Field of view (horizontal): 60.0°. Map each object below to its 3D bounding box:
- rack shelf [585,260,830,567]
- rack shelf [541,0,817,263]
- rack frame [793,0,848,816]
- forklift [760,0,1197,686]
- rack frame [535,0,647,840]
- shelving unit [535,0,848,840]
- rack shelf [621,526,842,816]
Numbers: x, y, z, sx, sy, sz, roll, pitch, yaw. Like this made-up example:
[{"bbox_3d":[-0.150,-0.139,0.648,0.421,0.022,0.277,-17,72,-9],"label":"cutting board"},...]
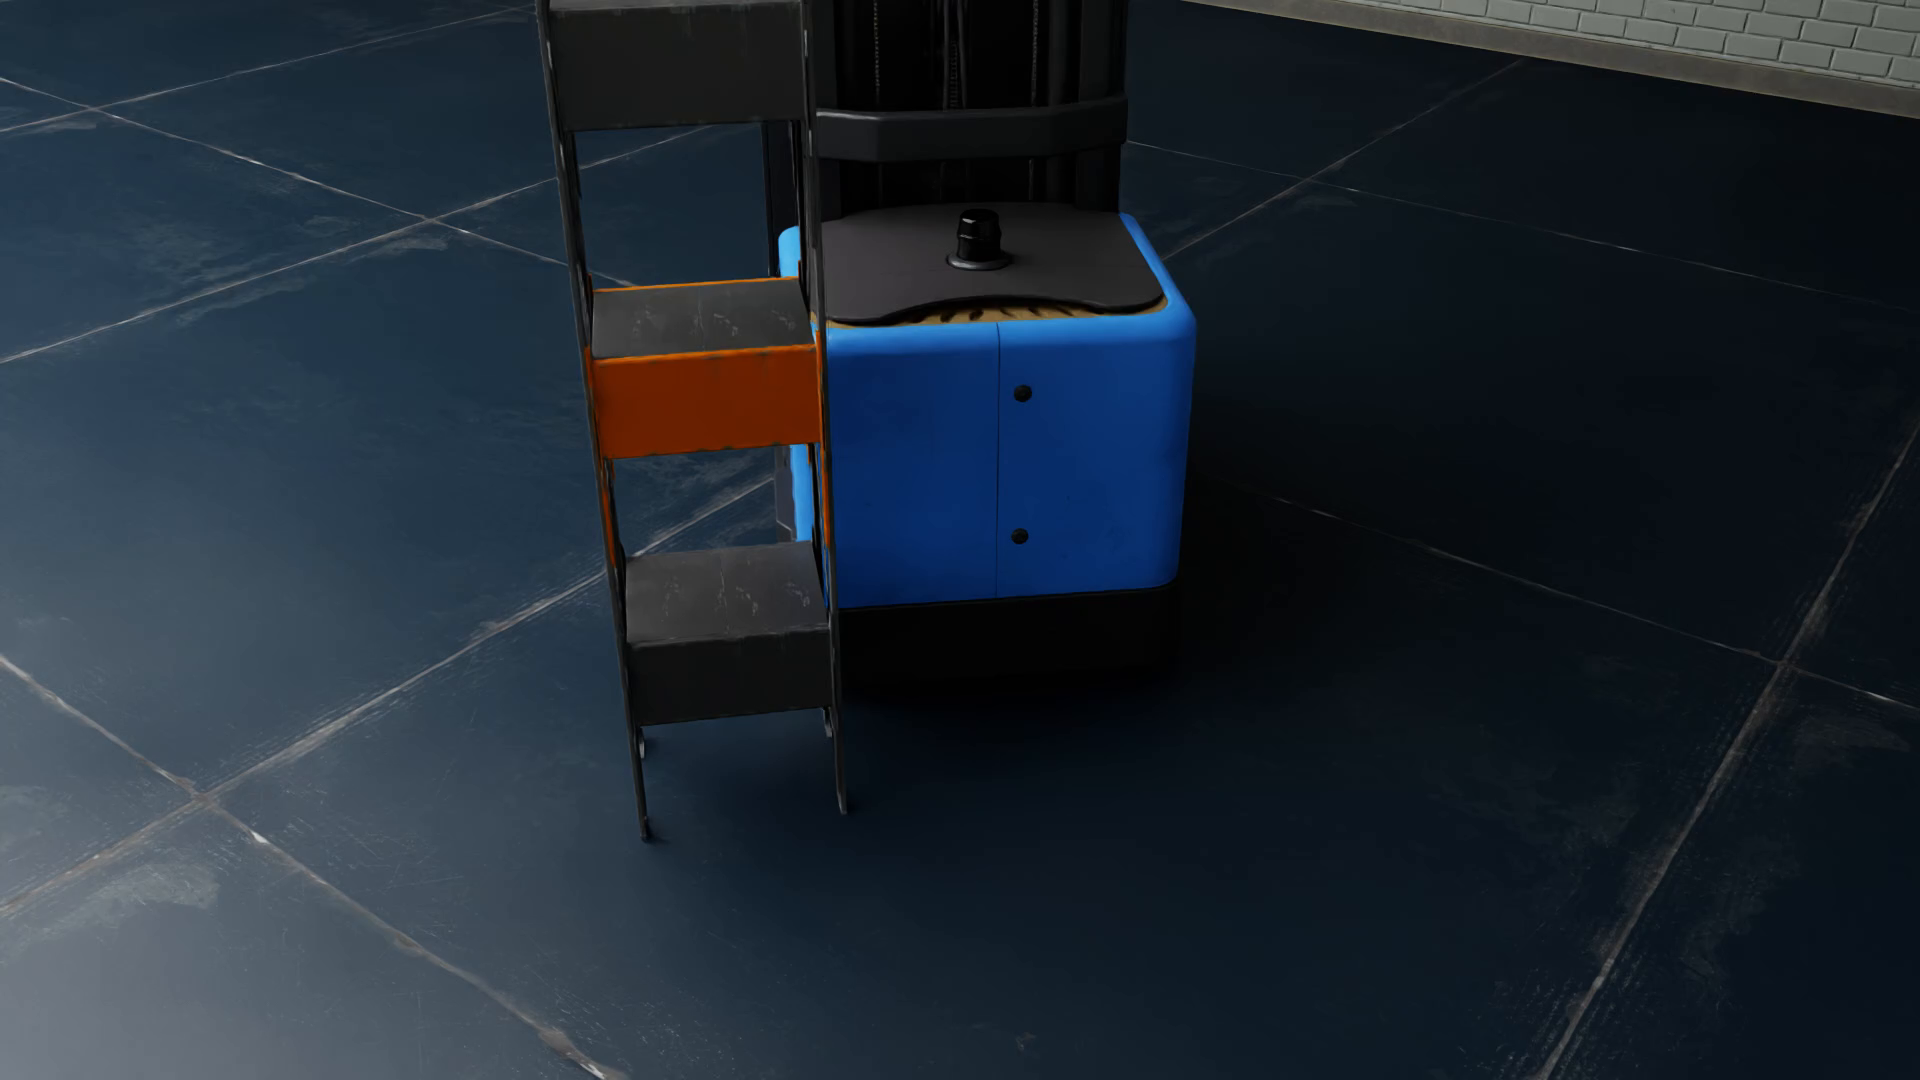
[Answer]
[{"bbox_3d":[-0.560,-0.289,3.704,0.480,0.518,0.431,-5,31,-9],"label":"rack shelf"},{"bbox_3d":[-0.560,-0.891,3.347,0.480,0.518,0.431,-5,31,-9],"label":"rack shelf"},{"bbox_3d":[-0.320,-0.323,3.735,0.015,2.100,0.400,-5,31,-9],"label":"rack frame"},{"bbox_3d":[-0.086,-1.599,5.074,1.130,2.935,3.031,-4,31,-6],"label":"forklift"},{"bbox_3d":[-0.800,-0.279,3.660,0.015,2.100,0.400,-5,31,-9],"label":"rack frame"},{"bbox_3d":[-0.560,-0.301,3.697,0.503,2.100,0.431,-5,31,-9],"label":"shelving unit"},{"bbox_3d":[-0.560,0.313,4.061,0.480,0.518,0.431,-5,31,-9],"label":"rack shelf"}]
